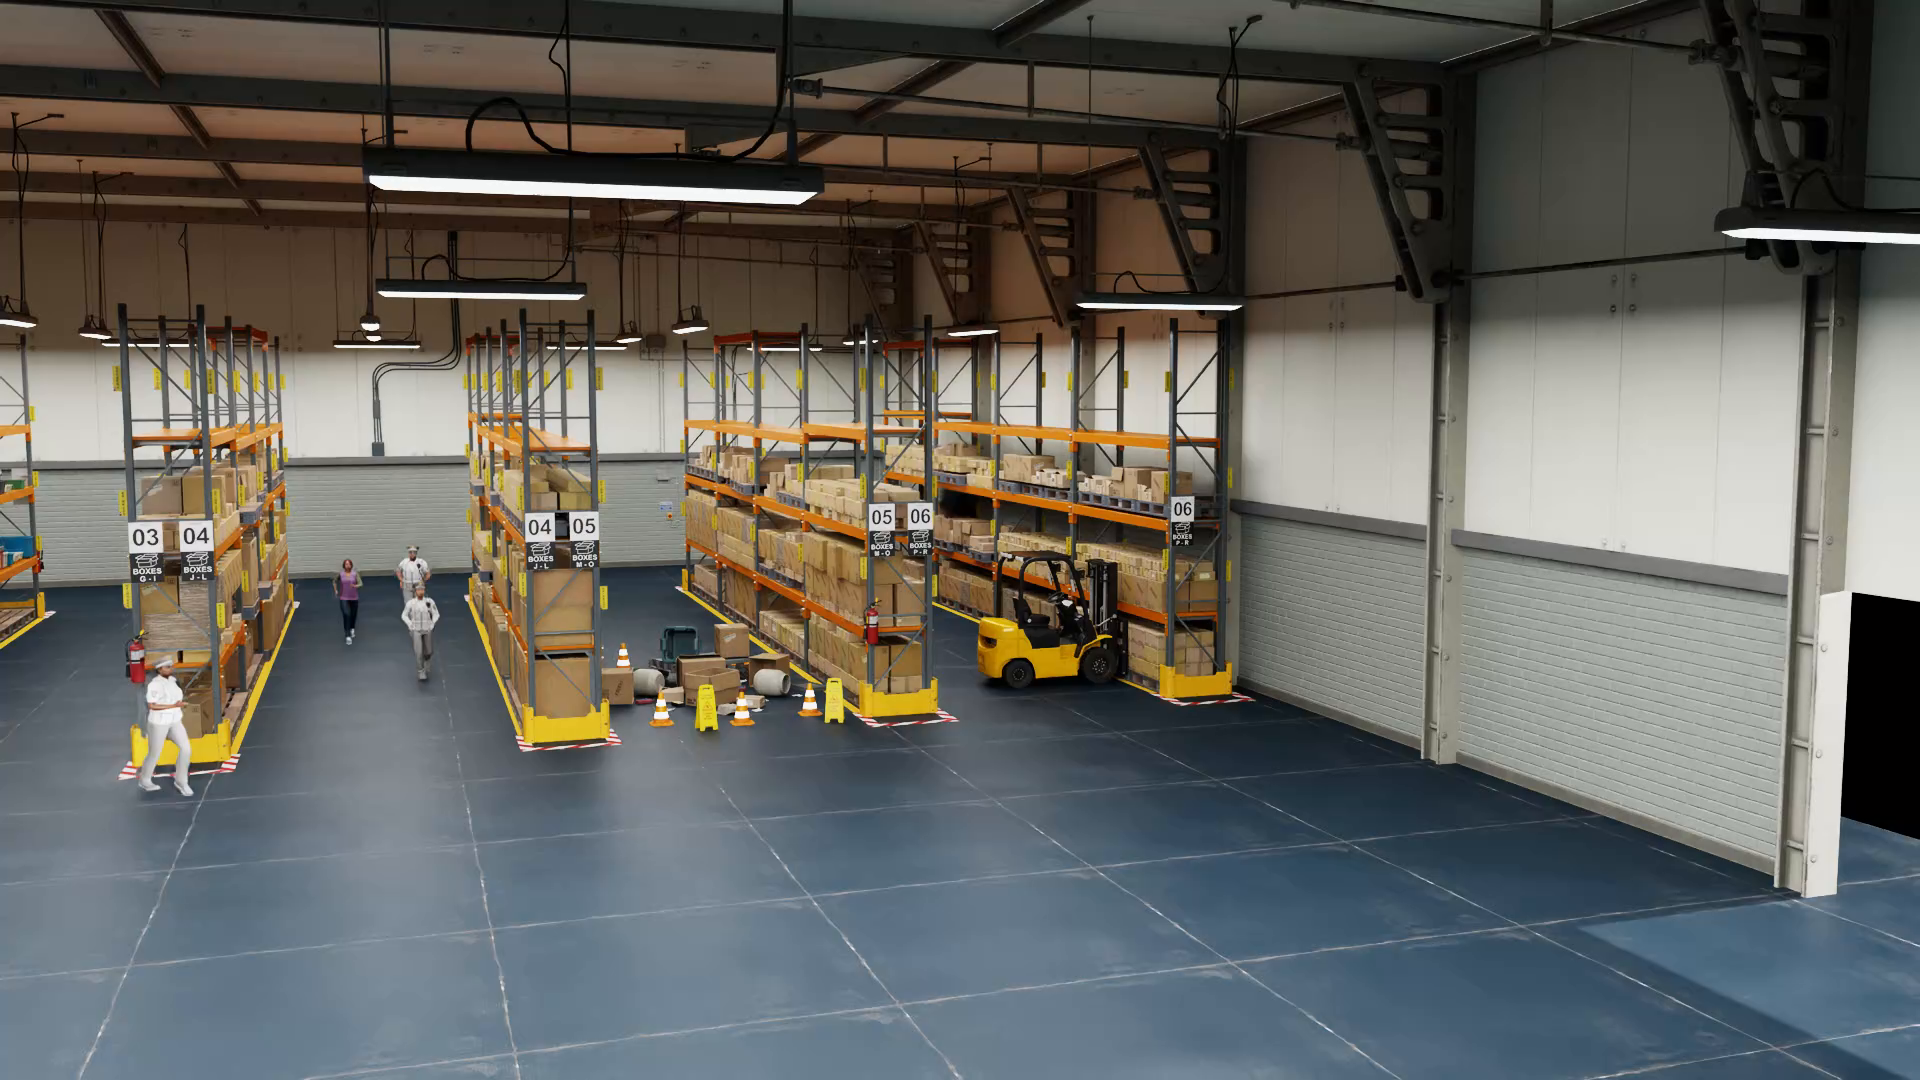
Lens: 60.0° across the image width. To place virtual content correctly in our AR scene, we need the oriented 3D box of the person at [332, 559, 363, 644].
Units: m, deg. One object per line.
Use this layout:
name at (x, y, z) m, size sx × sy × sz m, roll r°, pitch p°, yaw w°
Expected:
person at (-11.756, 1.153, 31.971) m, size 0.531 × 1.596 × 0.878 m, roll -3°, pitch 6°, yaw -26°

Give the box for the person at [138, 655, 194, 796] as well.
person at (-9.620, 2.256, 20.159) m, size 0.744 × 1.757 × 0.579 m, roll 2°, pitch 6°, yaw 21°

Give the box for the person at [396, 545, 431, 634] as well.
person at (-10.985, 0.975, 33.430) m, size 0.663 × 1.773 × 0.824 m, roll -1°, pitch 6°, yaw -13°

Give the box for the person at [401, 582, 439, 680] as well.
person at (-9.111, 1.516, 28.105) m, size 0.614 × 1.647 × 0.580 m, roll -2°, pitch 6°, yaw -23°
